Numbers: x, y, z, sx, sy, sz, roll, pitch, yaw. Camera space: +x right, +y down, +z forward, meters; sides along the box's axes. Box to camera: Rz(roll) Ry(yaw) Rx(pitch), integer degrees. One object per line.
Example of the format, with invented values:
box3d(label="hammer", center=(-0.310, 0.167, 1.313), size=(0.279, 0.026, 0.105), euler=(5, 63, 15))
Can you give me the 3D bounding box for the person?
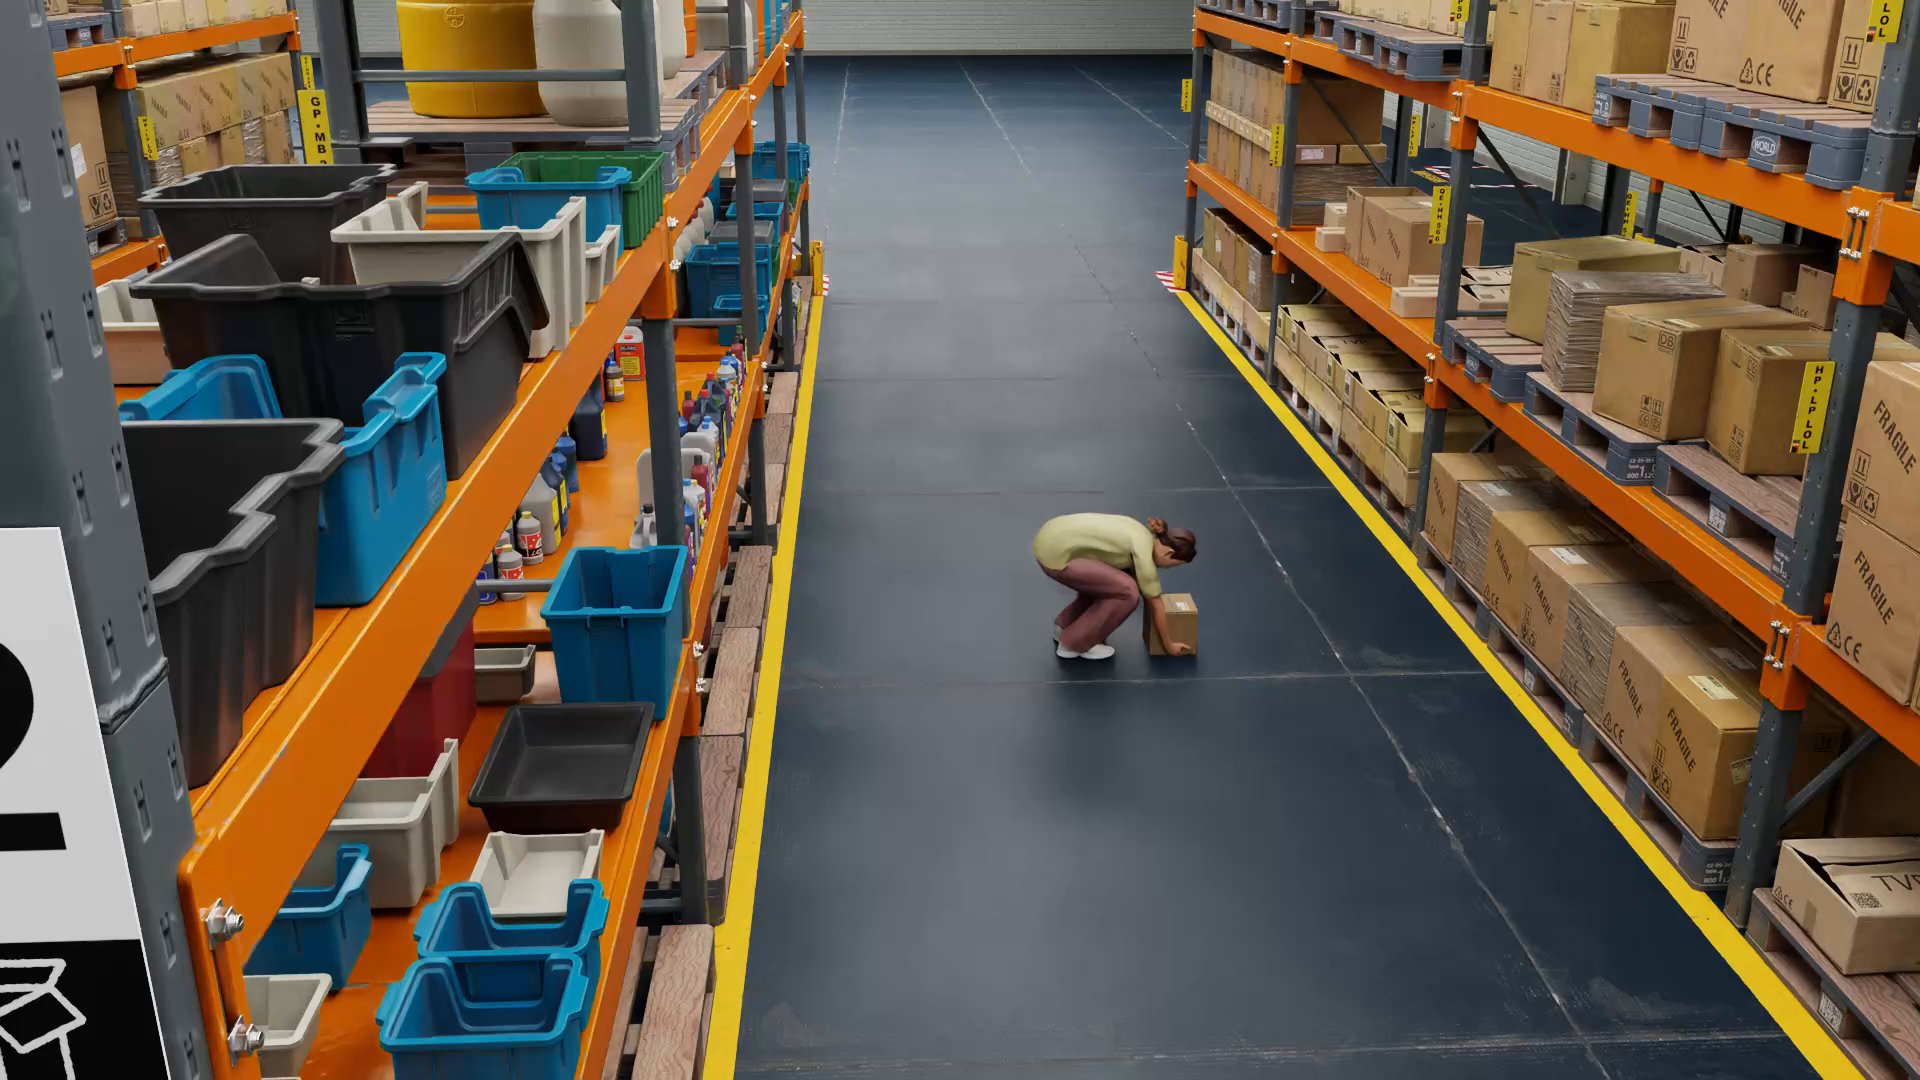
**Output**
box3d(label="person", center=(0.814, 0.250, 8.817), size=(0.866, 0.731, 0.465), euler=(-2, 21, -5))
